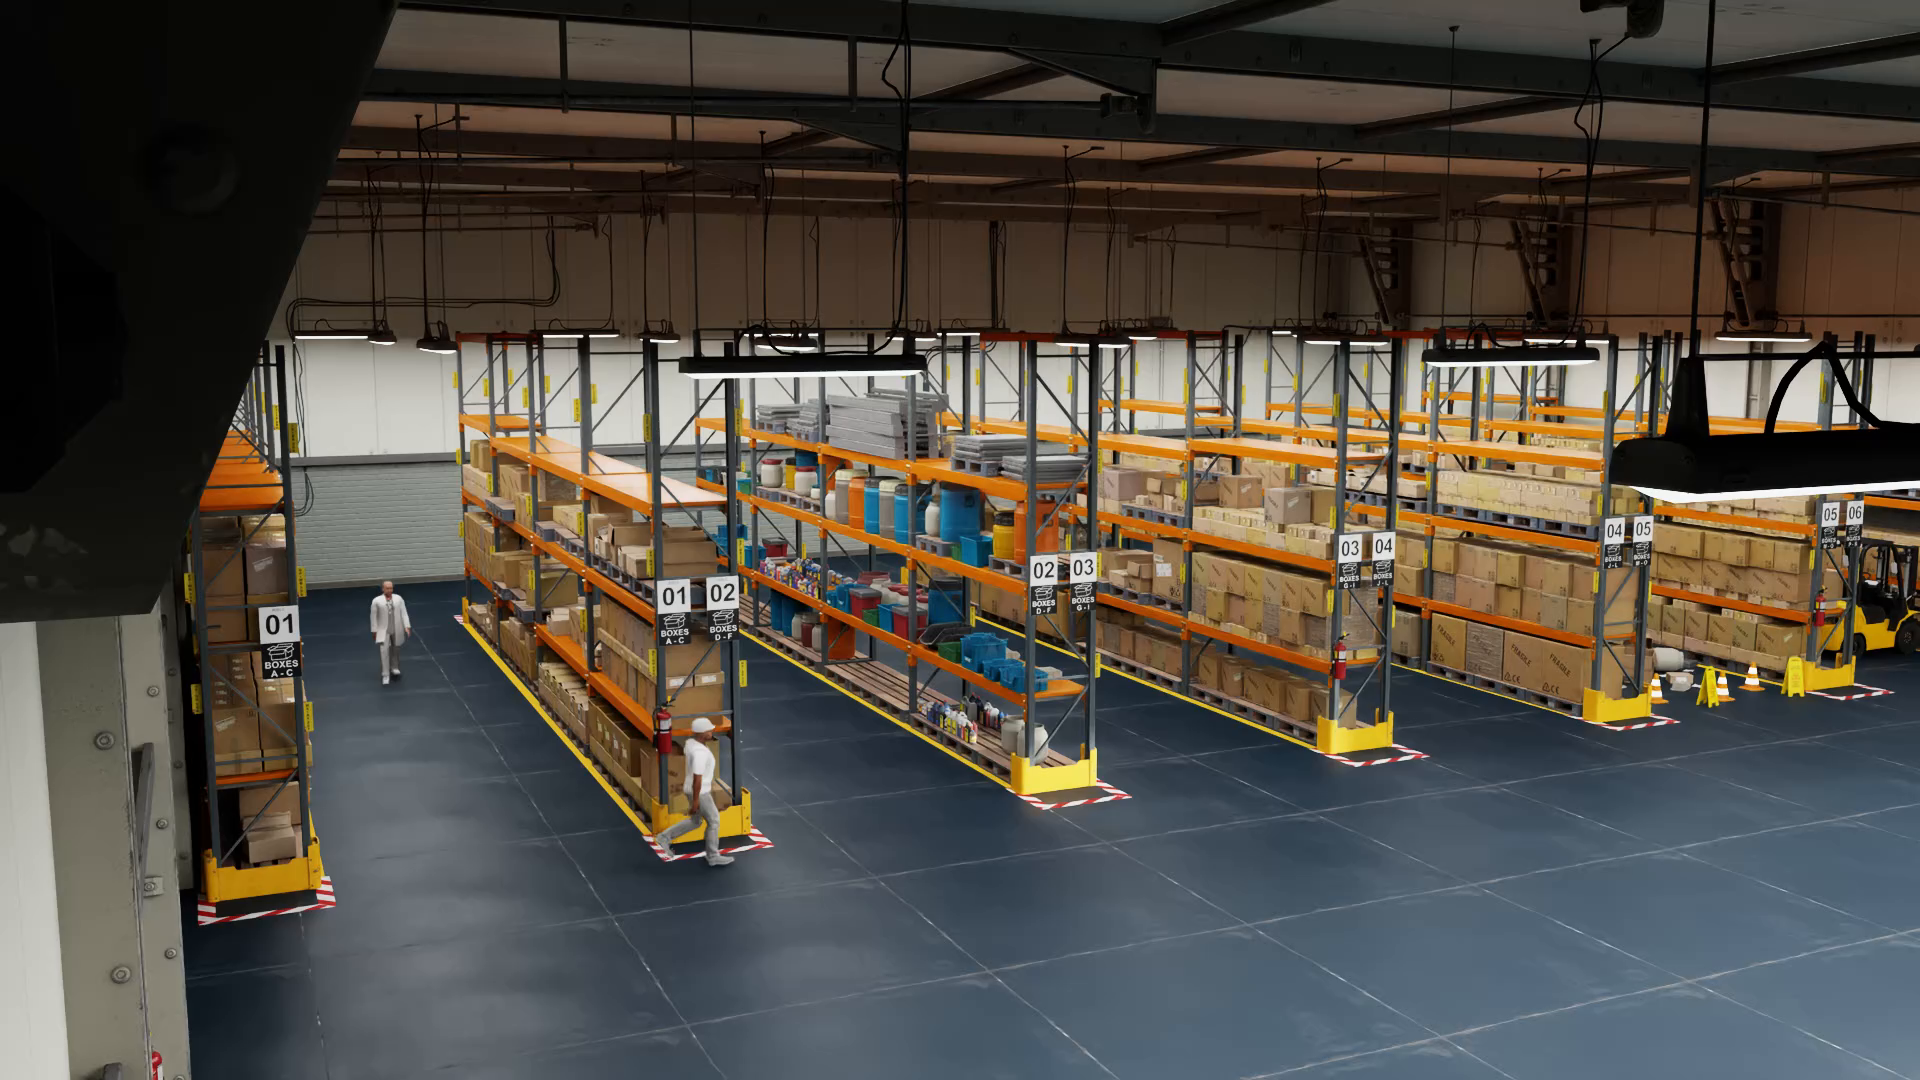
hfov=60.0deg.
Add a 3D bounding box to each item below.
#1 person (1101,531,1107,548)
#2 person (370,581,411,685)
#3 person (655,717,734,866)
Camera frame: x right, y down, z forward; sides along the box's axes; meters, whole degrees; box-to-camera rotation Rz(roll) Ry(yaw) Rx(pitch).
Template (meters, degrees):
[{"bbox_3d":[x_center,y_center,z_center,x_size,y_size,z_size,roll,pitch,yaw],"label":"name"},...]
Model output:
[{"bbox_3d":[3.850,-0.626,44.996,0.552,1.760,0.612,3,8,21],"label":"person"},{"bbox_3d":[-9.869,1.567,28.843,0.648,1.709,1.128,-4,9,-25],"label":"person"},{"bbox_3d":[-3.071,2.895,19.148,0.907,1.736,0.582,-1,8,-9],"label":"person"}]
